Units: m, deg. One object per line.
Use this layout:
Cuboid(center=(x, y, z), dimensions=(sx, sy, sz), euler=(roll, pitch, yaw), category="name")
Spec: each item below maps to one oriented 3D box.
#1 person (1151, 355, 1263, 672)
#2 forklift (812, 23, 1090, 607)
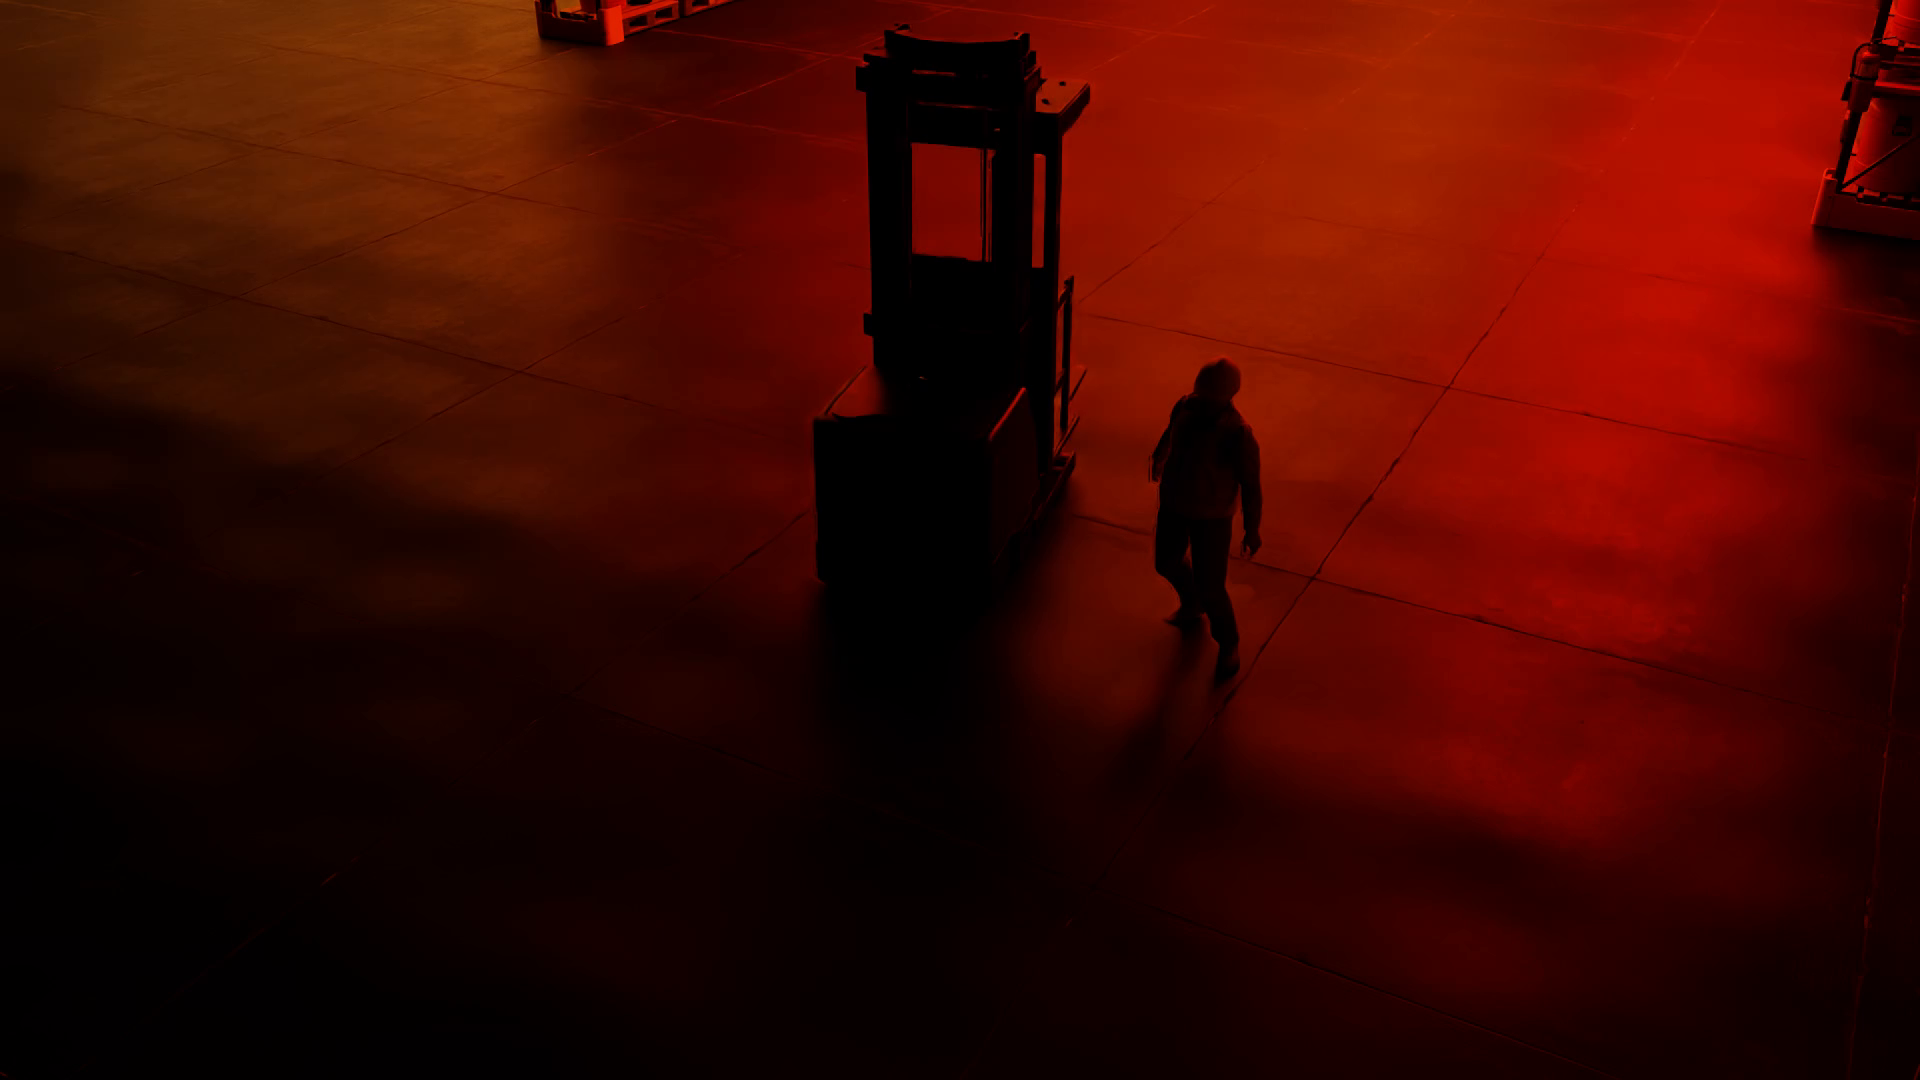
Cuboid(center=(1.269, -0.213, 8.714), dimensions=(0.486, 1.745, 0.854), euler=(-19, 35, -30), category="person")
Cuboid(center=(0.107, -1.621, 9.879), dimensions=(1.130, 2.935, 3.031), euler=(9, 31, 15), category="forklift")
